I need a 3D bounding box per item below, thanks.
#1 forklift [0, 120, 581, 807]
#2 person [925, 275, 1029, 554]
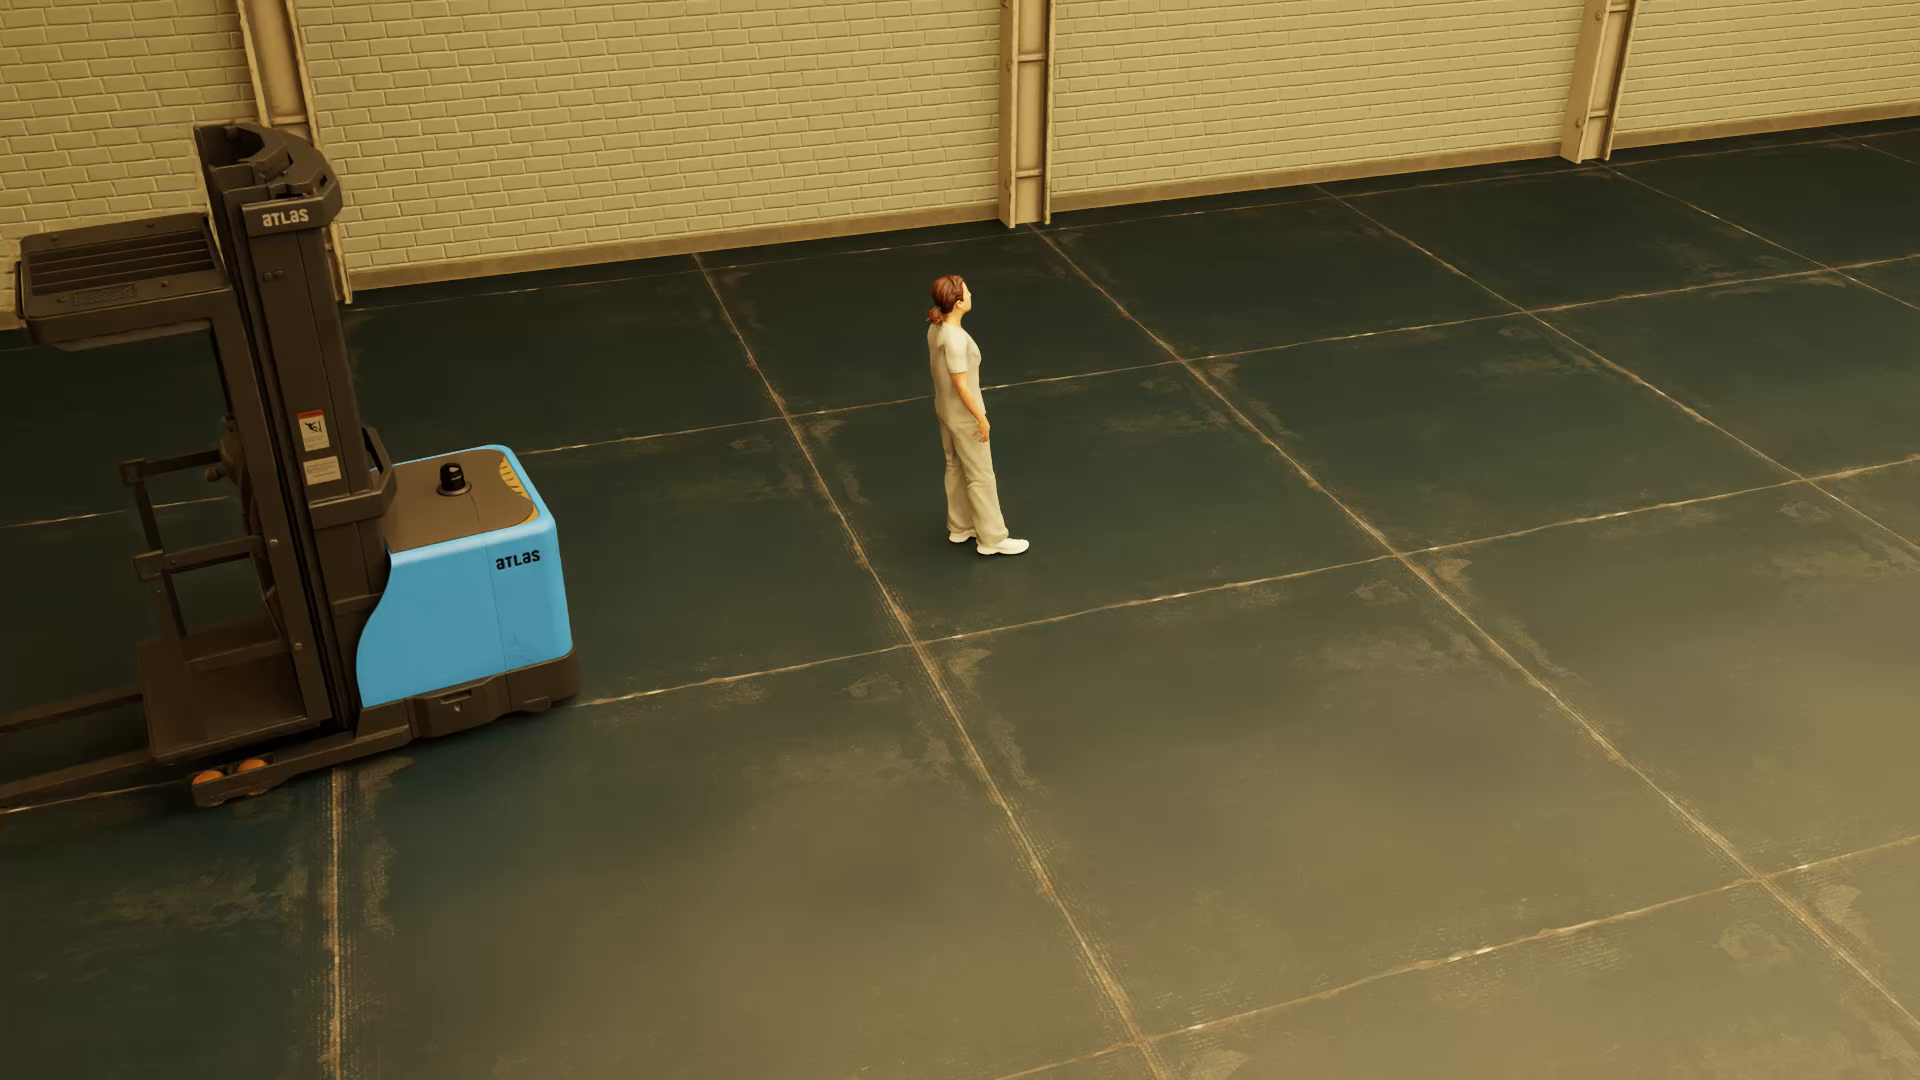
[{"bbox_3d":[-3.505,-0.315,7.634,3.031,2.935,1.130,-14,33,-23],"label":"forklift"},{"bbox_3d":[0.075,-0.738,9.614,0.548,1.673,0.549,-10,31,-16],"label":"person"}]
